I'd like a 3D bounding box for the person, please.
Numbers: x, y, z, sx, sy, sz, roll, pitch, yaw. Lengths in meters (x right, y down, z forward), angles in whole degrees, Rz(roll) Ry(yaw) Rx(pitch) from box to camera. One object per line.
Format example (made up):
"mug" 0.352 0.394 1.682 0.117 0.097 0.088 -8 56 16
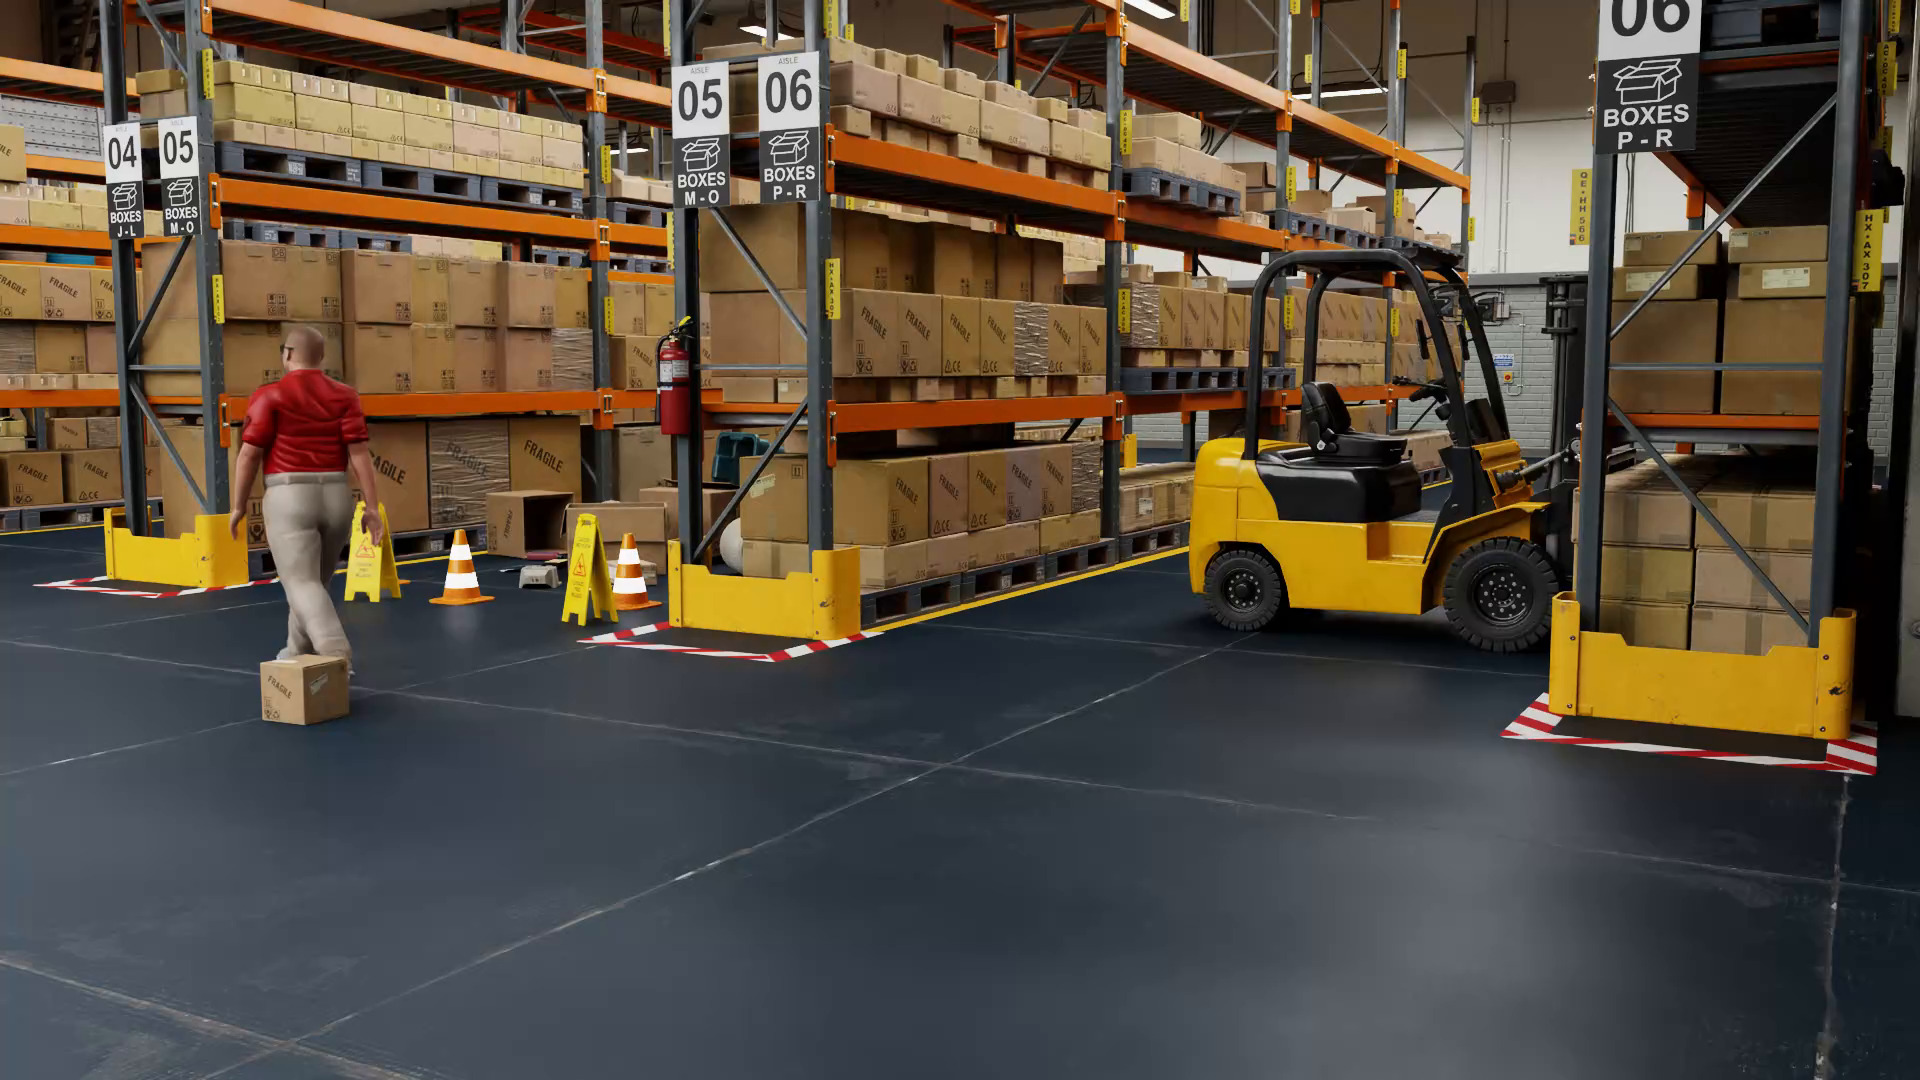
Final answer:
"person" -3.047 -0.152 7.744 1.068 1.675 0.579 6 8 43
